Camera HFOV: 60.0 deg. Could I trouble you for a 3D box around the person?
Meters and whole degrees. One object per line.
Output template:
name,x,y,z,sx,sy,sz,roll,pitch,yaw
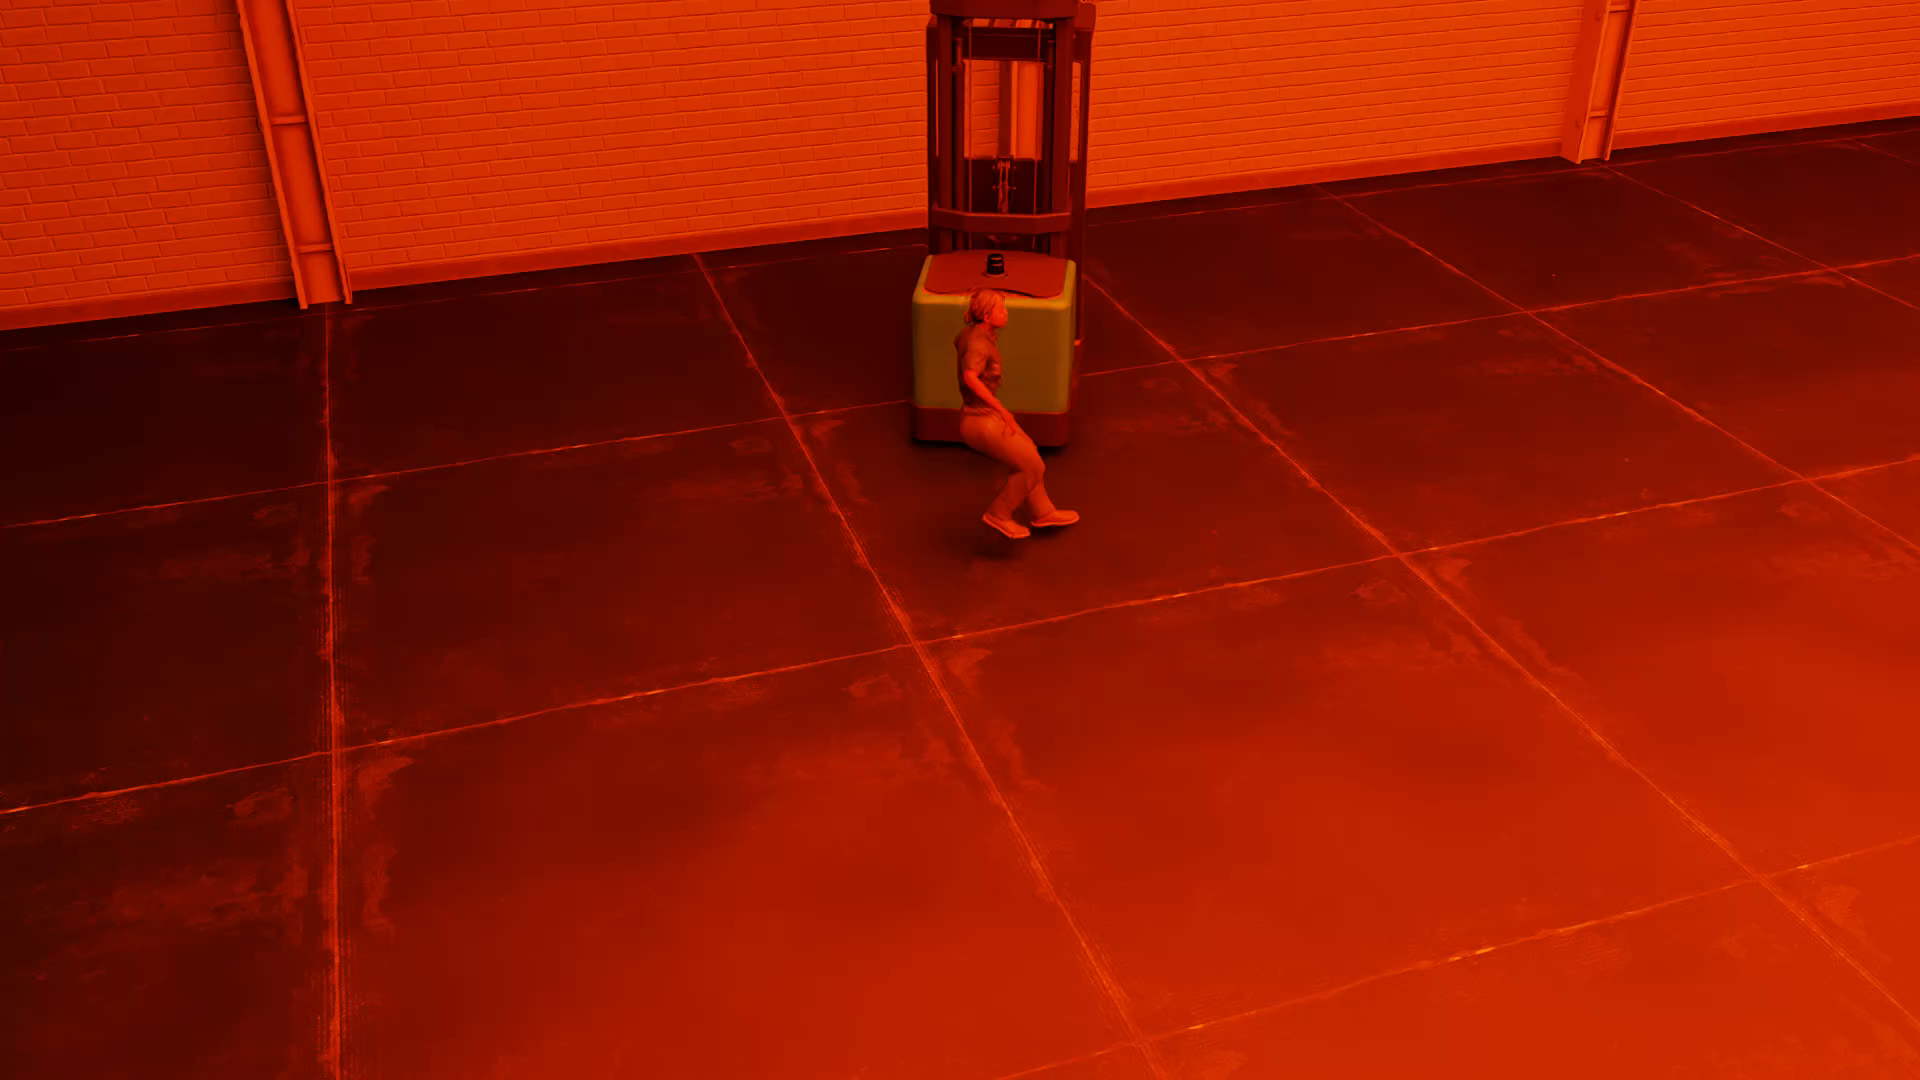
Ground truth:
person,0.335,-0.719,9.644,0.770,1.541,0.935,1,30,2

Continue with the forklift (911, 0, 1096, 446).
forklift,0.348,-2.597,11.601,1.130,2.935,3.031,3,30,5
